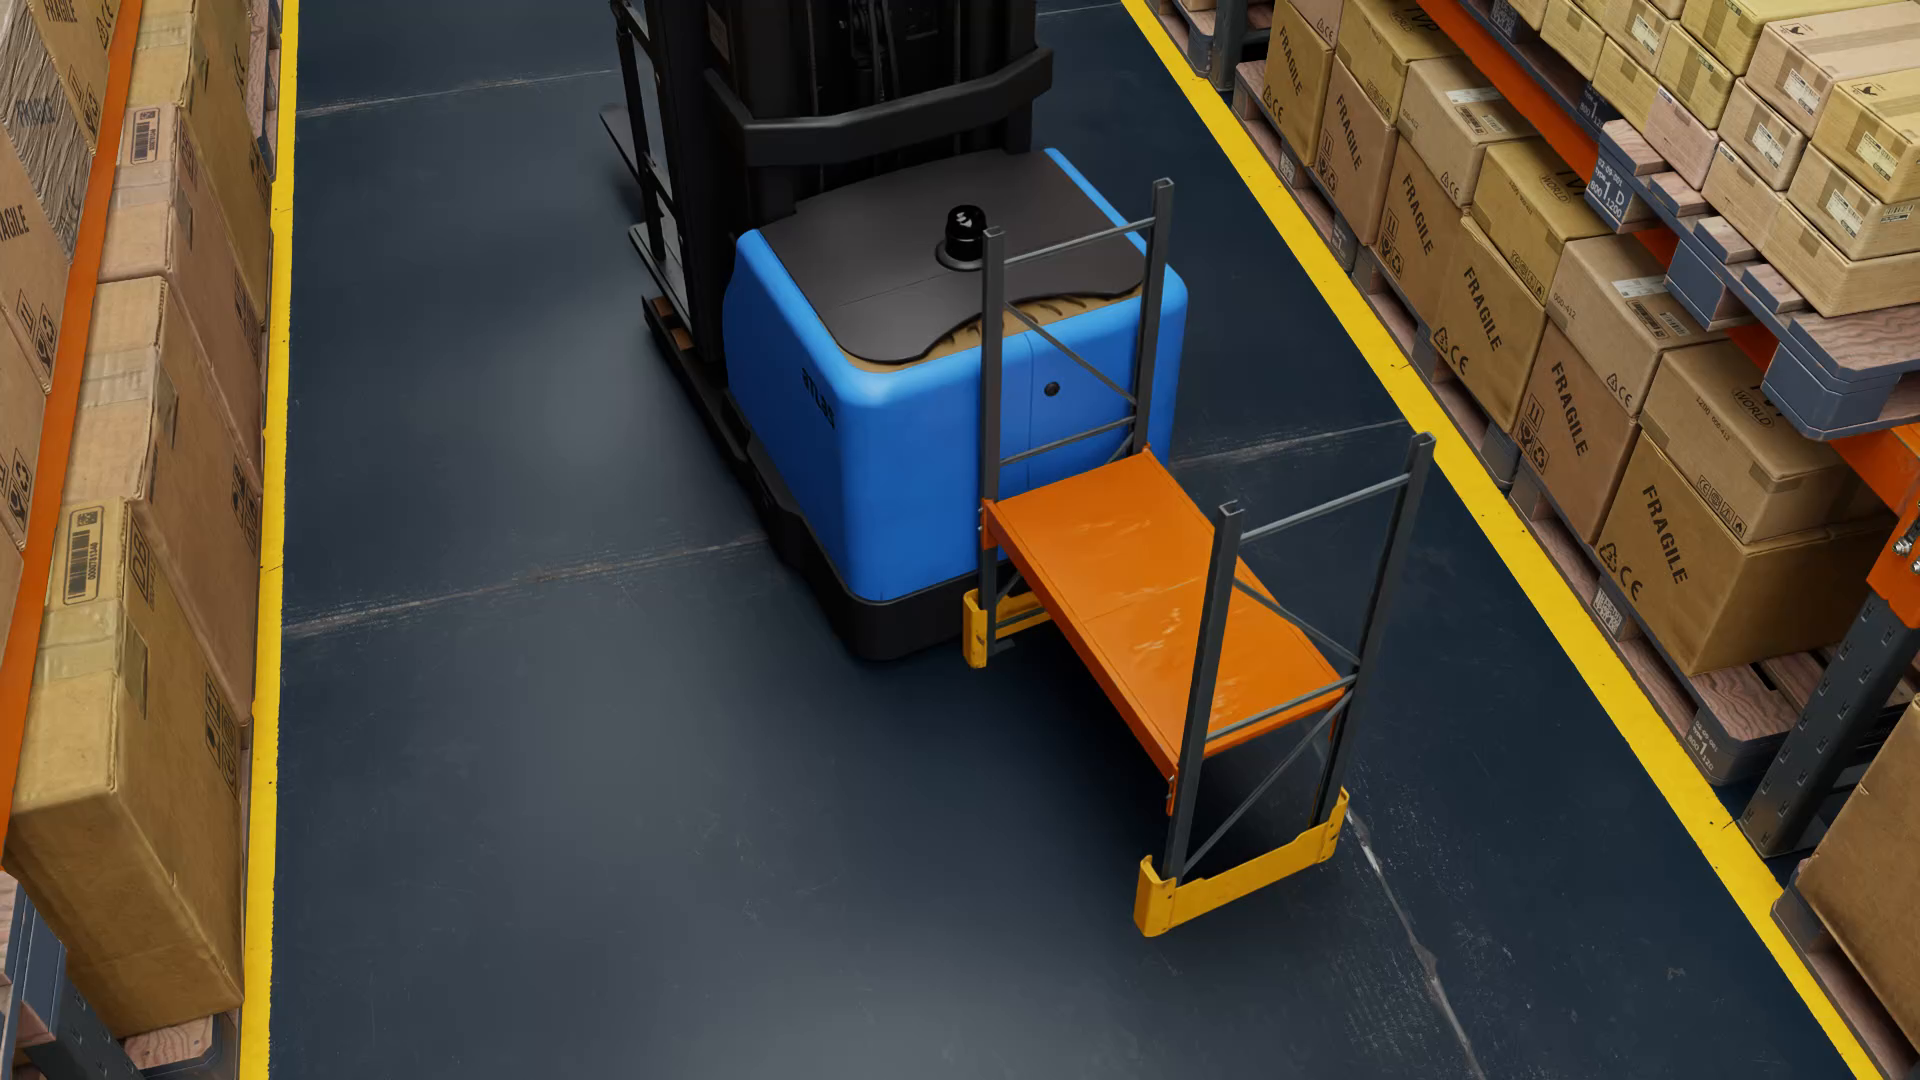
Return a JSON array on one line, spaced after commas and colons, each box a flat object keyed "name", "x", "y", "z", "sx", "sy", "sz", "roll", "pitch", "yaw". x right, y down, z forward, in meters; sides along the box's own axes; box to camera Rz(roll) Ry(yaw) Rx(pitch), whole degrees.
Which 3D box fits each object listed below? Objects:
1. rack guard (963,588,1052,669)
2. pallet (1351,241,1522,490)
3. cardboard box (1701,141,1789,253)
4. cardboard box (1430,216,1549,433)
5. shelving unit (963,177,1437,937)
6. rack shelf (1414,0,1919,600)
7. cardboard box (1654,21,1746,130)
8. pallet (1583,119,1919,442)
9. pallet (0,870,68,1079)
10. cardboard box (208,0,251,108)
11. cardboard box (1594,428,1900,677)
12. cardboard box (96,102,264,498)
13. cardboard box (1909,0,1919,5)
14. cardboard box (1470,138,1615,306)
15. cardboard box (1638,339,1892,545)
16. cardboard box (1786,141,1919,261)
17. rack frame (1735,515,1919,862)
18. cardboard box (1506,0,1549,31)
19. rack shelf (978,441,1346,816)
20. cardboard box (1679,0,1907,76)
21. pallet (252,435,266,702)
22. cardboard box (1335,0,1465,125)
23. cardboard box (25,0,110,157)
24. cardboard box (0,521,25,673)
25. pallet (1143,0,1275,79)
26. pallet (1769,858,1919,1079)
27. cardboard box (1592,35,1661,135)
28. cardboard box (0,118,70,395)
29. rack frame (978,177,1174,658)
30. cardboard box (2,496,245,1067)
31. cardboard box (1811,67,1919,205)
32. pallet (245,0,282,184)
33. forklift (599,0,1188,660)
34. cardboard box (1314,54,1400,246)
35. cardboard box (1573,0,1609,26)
[{"name": "rack guard", "x": 0.284, "y": 0.177, "z": 4.901, "sx": 0.587, "sy": 0.250, "sz": 0.087, "roll": -19, "pitch": 49, "yaw": -18}, {"name": "pallet", "x": 2.088, "y": -0.736, "z": 5.823, "sx": 1.003, "sy": 0.211, "sz": 1.213, "roll": -11, "pitch": 47, "yaw": -10}, {"name": "cardboard box", "x": 1.963, "y": -0.819, "z": 3.834, "sx": 0.380, "sy": 0.149, "sz": 0.250, "roll": -11, "pitch": 47, "yaw": -10}, {"name": "cardboard box", "x": 1.894, "y": -0.731, "z": 5.322, "sx": 0.500, "sy": 0.500, "sz": 0.500, "roll": -13, "pitch": 47, "yaw": -12}, {"name": "shelving unit", "x": 0.503, "y": 0.059, "z": 4.142, "sx": 0.587, "sy": 1.500, "sz": 1.083, "roll": -19, "pitch": 49, "yaw": -18}, {"name": "rack shelf", "x": 2.084, "y": -1.460, "z": 5.085, "sx": 1.077, "sy": 0.370, "sz": 4.000, "roll": -11, "pitch": 47, "yaw": -10}, {"name": "cardboard box", "x": 1.889, "y": -1.117, "z": 3.918, "sx": 0.380, "sy": 0.149, "sz": 0.250, "roll": -10, "pitch": 46, "yaw": -9}, {"name": "pallet", "x": 2.310, "y": -0.737, "z": 4.006, "sx": 1.213, "sy": 0.211, "sz": 1.003, "roll": -11, "pitch": 47, "yaw": -10}, {"name": "pallet", "x": -1.939, "y": 1.046, "z": 2.259, "sx": 1.213, "sy": 0.211, "sz": 1.003, "roll": -11, "pitch": 47, "yaw": -10}, {"name": "cardboard box", "x": -3.341, "y": -2.129, "z": 6.430, "sx": 0.875, "sy": 0.875, "sz": 0.875, "roll": -11, "pitch": 47, "yaw": -10}, {"name": "cardboard box", "x": 2.174, "y": -0.010, "z": 4.616, "sx": 0.500, "sy": 0.500, "sz": 0.500, "roll": -11, "pitch": 47, "yaw": -11}, {"name": "cardboard box", "x": -2.836, "y": -0.604, "z": 4.935, "sx": 1.225, "sy": 0.875, "sz": 0.875, "roll": -12, "pitch": 47, "yaw": -12}, {"name": "cardboard box", "x": 2.523, "y": -1.235, "z": 4.034, "sx": 0.380, "sy": 0.149, "sz": 0.250, "roll": -12, "pitch": 47, "yaw": -12}, {"name": "cardboard box", "x": 1.912, "y": -0.990, "z": 5.052, "sx": 0.500, "sy": 0.250, "sz": 0.500, "roll": -10, "pitch": 46, "yaw": -9}, {"name": "cardboard box", "x": 2.167, "y": -0.290, "z": 4.365, "sx": 0.500, "sy": 0.250, "sz": 0.500, "roll": -12, "pitch": 47, "yaw": -11}, {"name": "cardboard box", "x": 2.029, "y": -0.752, "z": 3.561, "sx": 0.380, "sy": 0.149, "sz": 0.250, "roll": -10, "pitch": 46, "yaw": -9}, {"name": "rack frame", "x": 2.596, "y": -0.331, "z": 3.474, "sx": 1.000, "sy": 3.000, "sz": 0.127, "roll": -11, "pitch": 47, "yaw": -10}, {"name": "cardboard box", "x": 1.702, "y": -1.533, "z": 4.534, "sx": 0.380, "sy": 0.149, "sz": 0.250, "roll": -9, "pitch": 46, "yaw": -9}, {"name": "rack shelf", "x": 0.507, "y": 0.191, "z": 4.265, "sx": 0.538, "sy": 0.185, "sz": 1.000, "roll": -19, "pitch": 49, "yaw": -18}, {"name": "cardboard box", "x": 1.898, "y": -1.208, "z": 3.799, "sx": 0.380, "sy": 0.149, "sz": 0.250, "roll": -9, "pitch": 46, "yaw": -9}, {"name": "pallet", "x": -2.663, "y": 0.083, "z": 5.021, "sx": 1.003, "sy": 0.211, "sz": 1.213, "roll": -11, "pitch": 47, "yaw": -10}, {"name": "cardboard box", "x": 1.644, "y": -1.702, "z": 5.749, "sx": 0.500, "sy": 0.250, "sz": 0.500, "roll": -10, "pitch": 46, "yaw": -9}, {"name": "cardboard box", "x": -2.605, "y": -1.315, "z": 4.369, "sx": 0.500, "sy": 0.500, "sz": 0.500, "roll": -11, "pitch": 47, "yaw": -11}, {"name": "cardboard box", "x": -2.086, "y": 0.086, "z": 2.996, "sx": 0.500, "sy": 0.500, "sz": 0.500, "roll": -9, "pitch": 46, "yaw": -9}, {"name": "pallet", "x": 1.365, "y": -2.574, "z": 7.625, "sx": 1.003, "sy": 0.211, "sz": 1.213, "roll": -11, "pitch": 47, "yaw": -10}, {"name": "pallet", "x": 2.725, "y": 1.203, "z": 3.923, "sx": 1.003, "sy": 0.211, "sz": 1.213, "roll": -11, "pitch": 47, "yaw": -10}, {"name": "cardboard box", "x": 1.837, "y": -1.169, "z": 4.177, "sx": 0.380, "sy": 0.149, "sz": 0.250, "roll": -11, "pitch": 47, "yaw": -11}, {"name": "cardboard box", "x": -2.355, "y": -0.623, "z": 3.690, "sx": 0.500, "sy": 0.500, "sz": 0.500, "roll": -11, "pitch": 47, "yaw": -11}, {"name": "rack frame", "x": 0.283, "y": -0.261, "z": 4.456, "sx": 0.500, "sy": 1.500, "sz": 0.032, "roll": -19, "pitch": 49, "yaw": -18}, {"name": "cardboard box", "x": -2.381, "y": 0.622, "z": 3.734, "sx": 1.225, "sy": 0.875, "sz": 0.875, "roll": -13, "pitch": 47, "yaw": -12}, {"name": "cardboard box", "x": 2.027, "y": -0.853, "z": 3.451, "sx": 0.380, "sy": 0.149, "sz": 0.250, "roll": -12, "pitch": 47, "yaw": -12}, {"name": "pallet", "x": -3.368, "y": -1.819, "z": 6.885, "sx": 1.003, "sy": 0.211, "sz": 1.213, "roll": -11, "pitch": 47, "yaw": -10}, {"name": "forklift", "x": -0.472, "y": -1.737, "z": 4.900, "sx": 1.130, "sy": 2.935, "sz": 3.031, "roll": -19, "pitch": 49, "yaw": -18}, {"name": "cardboard box", "x": 1.641, "y": -1.441, "z": 6.018, "sx": 0.500, "sy": 0.500, "sz": 0.500, "roll": -9, "pitch": 46, "yaw": -9}, {"name": "cardboard box", "x": 1.764, "y": -1.463, "z": 4.257, "sx": 0.380, "sy": 0.149, "sz": 0.250, "roll": -11, "pitch": 47, "yaw": -11}]
